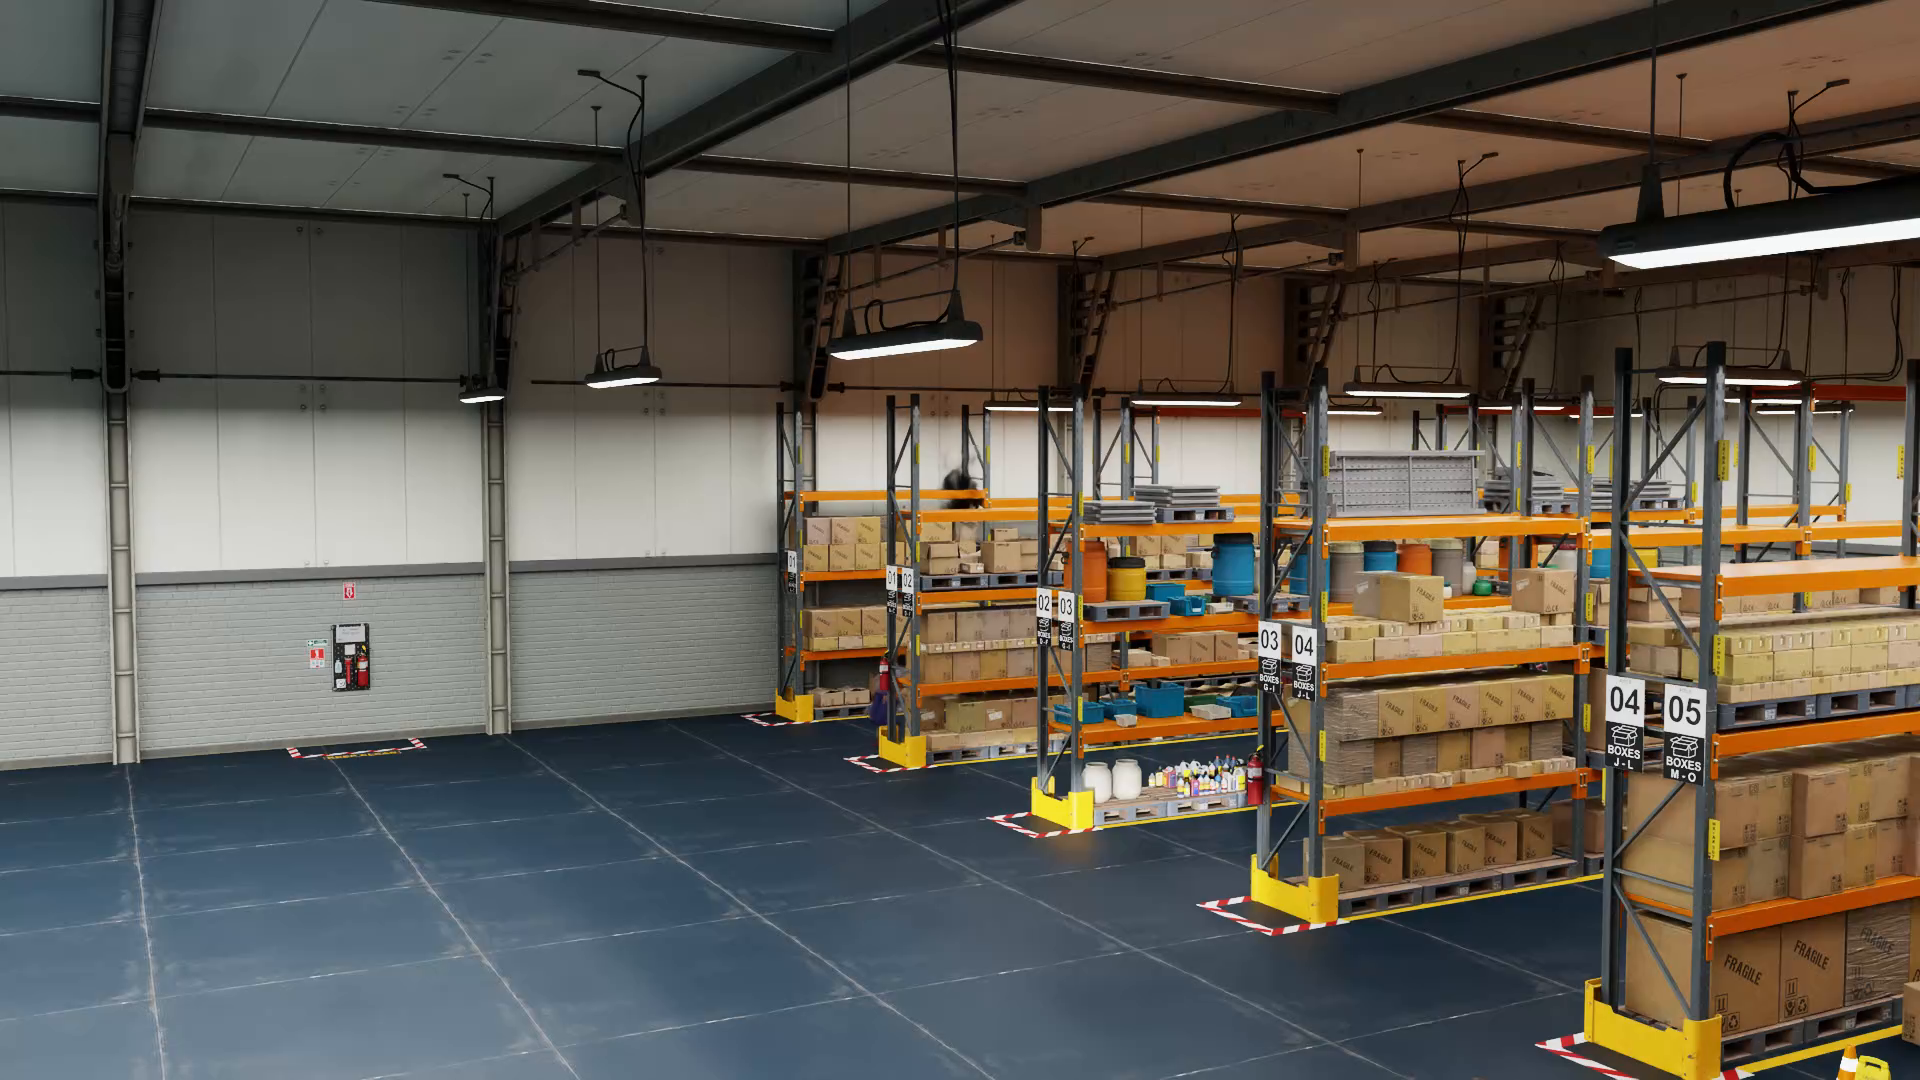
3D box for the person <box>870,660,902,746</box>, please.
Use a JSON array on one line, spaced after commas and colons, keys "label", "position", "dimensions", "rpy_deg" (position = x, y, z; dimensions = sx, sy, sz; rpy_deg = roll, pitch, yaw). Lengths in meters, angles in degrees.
[{"label": "person", "position": [-1.251, 2.758, 28.598], "dimensions": [0.621, 1.578, 0.489], "rpy_deg": [3, 4, 43]}]
